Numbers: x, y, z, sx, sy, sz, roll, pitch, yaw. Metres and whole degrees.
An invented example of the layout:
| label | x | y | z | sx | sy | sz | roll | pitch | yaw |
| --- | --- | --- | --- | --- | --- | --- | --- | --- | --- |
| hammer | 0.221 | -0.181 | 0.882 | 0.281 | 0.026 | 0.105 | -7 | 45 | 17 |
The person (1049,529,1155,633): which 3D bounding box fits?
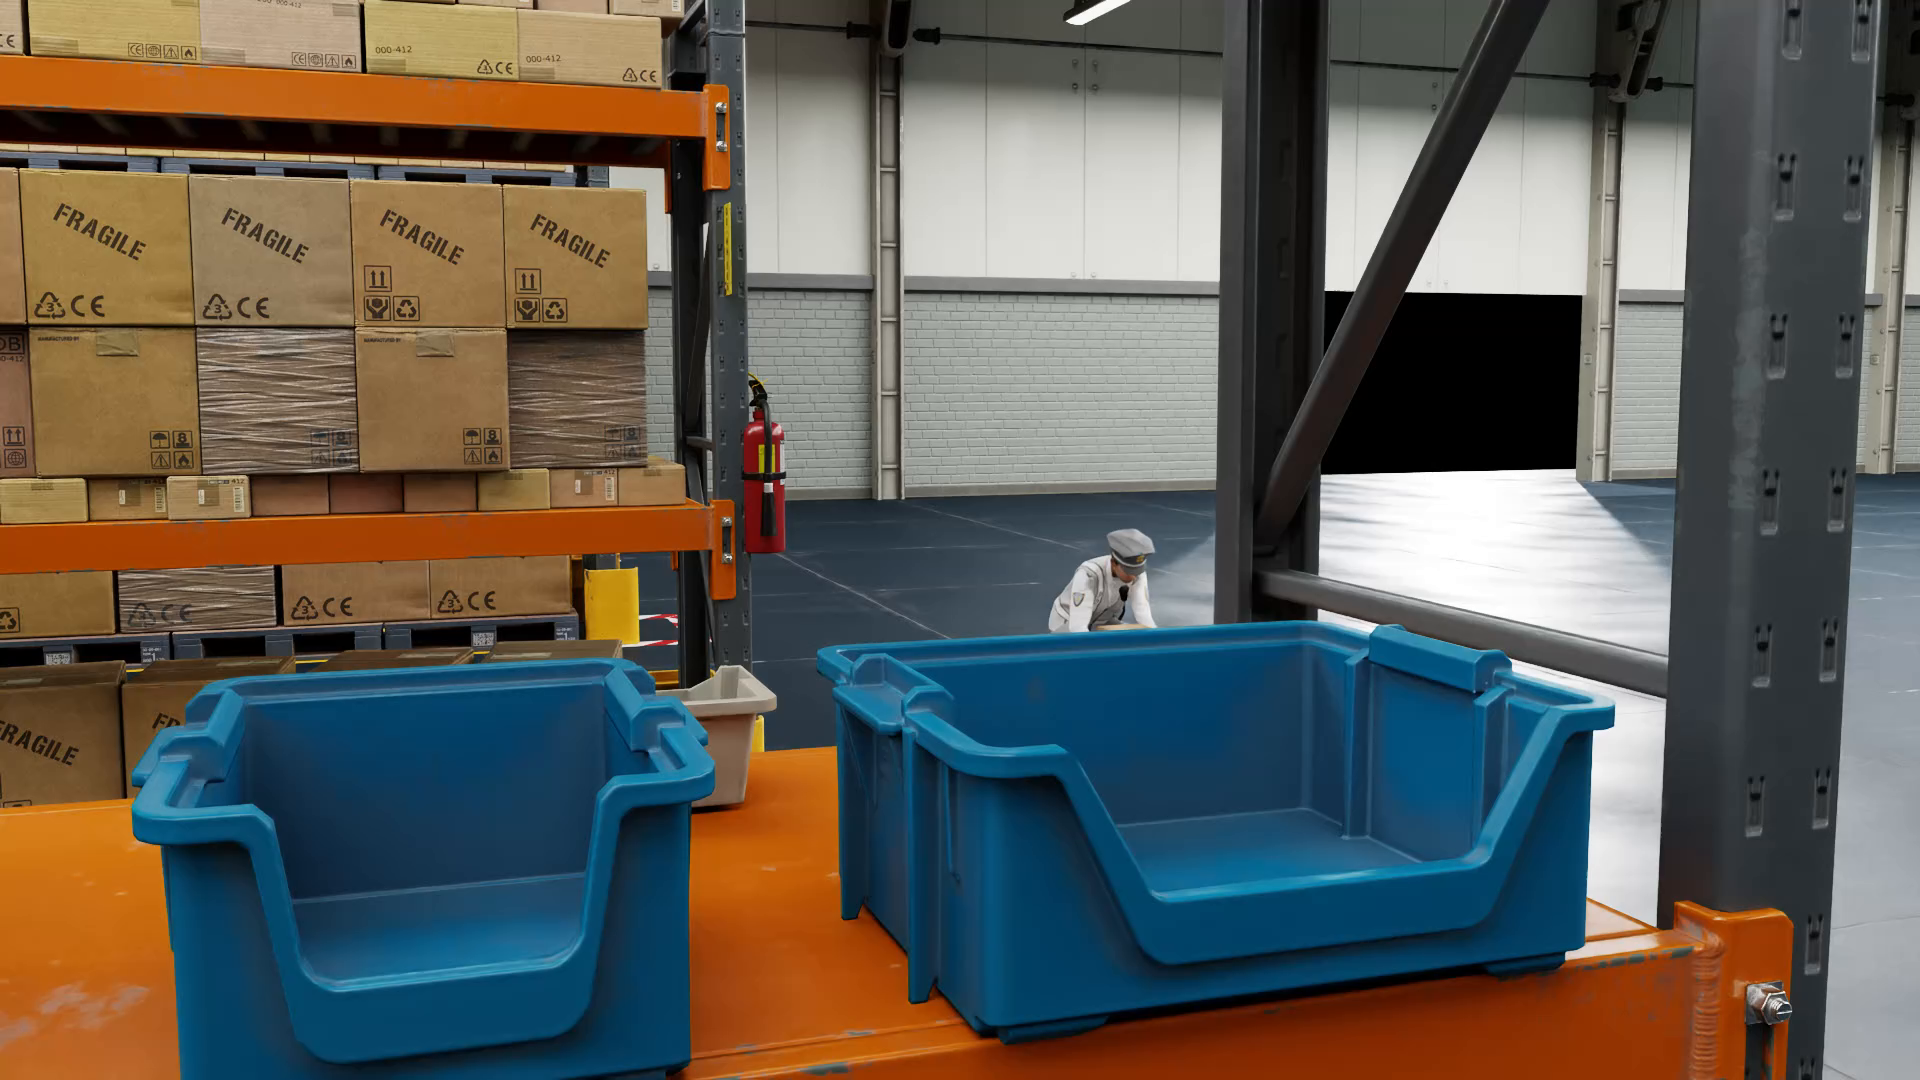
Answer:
| label | x | y | z | sx | sy | sz | roll | pitch | yaw |
| --- | --- | --- | --- | --- | --- | --- | --- | --- | --- |
| person | 0.774 | 0.411 | 9.063 | 0.502 | 0.966 | 0.817 | -2 | 6 | -19 |
